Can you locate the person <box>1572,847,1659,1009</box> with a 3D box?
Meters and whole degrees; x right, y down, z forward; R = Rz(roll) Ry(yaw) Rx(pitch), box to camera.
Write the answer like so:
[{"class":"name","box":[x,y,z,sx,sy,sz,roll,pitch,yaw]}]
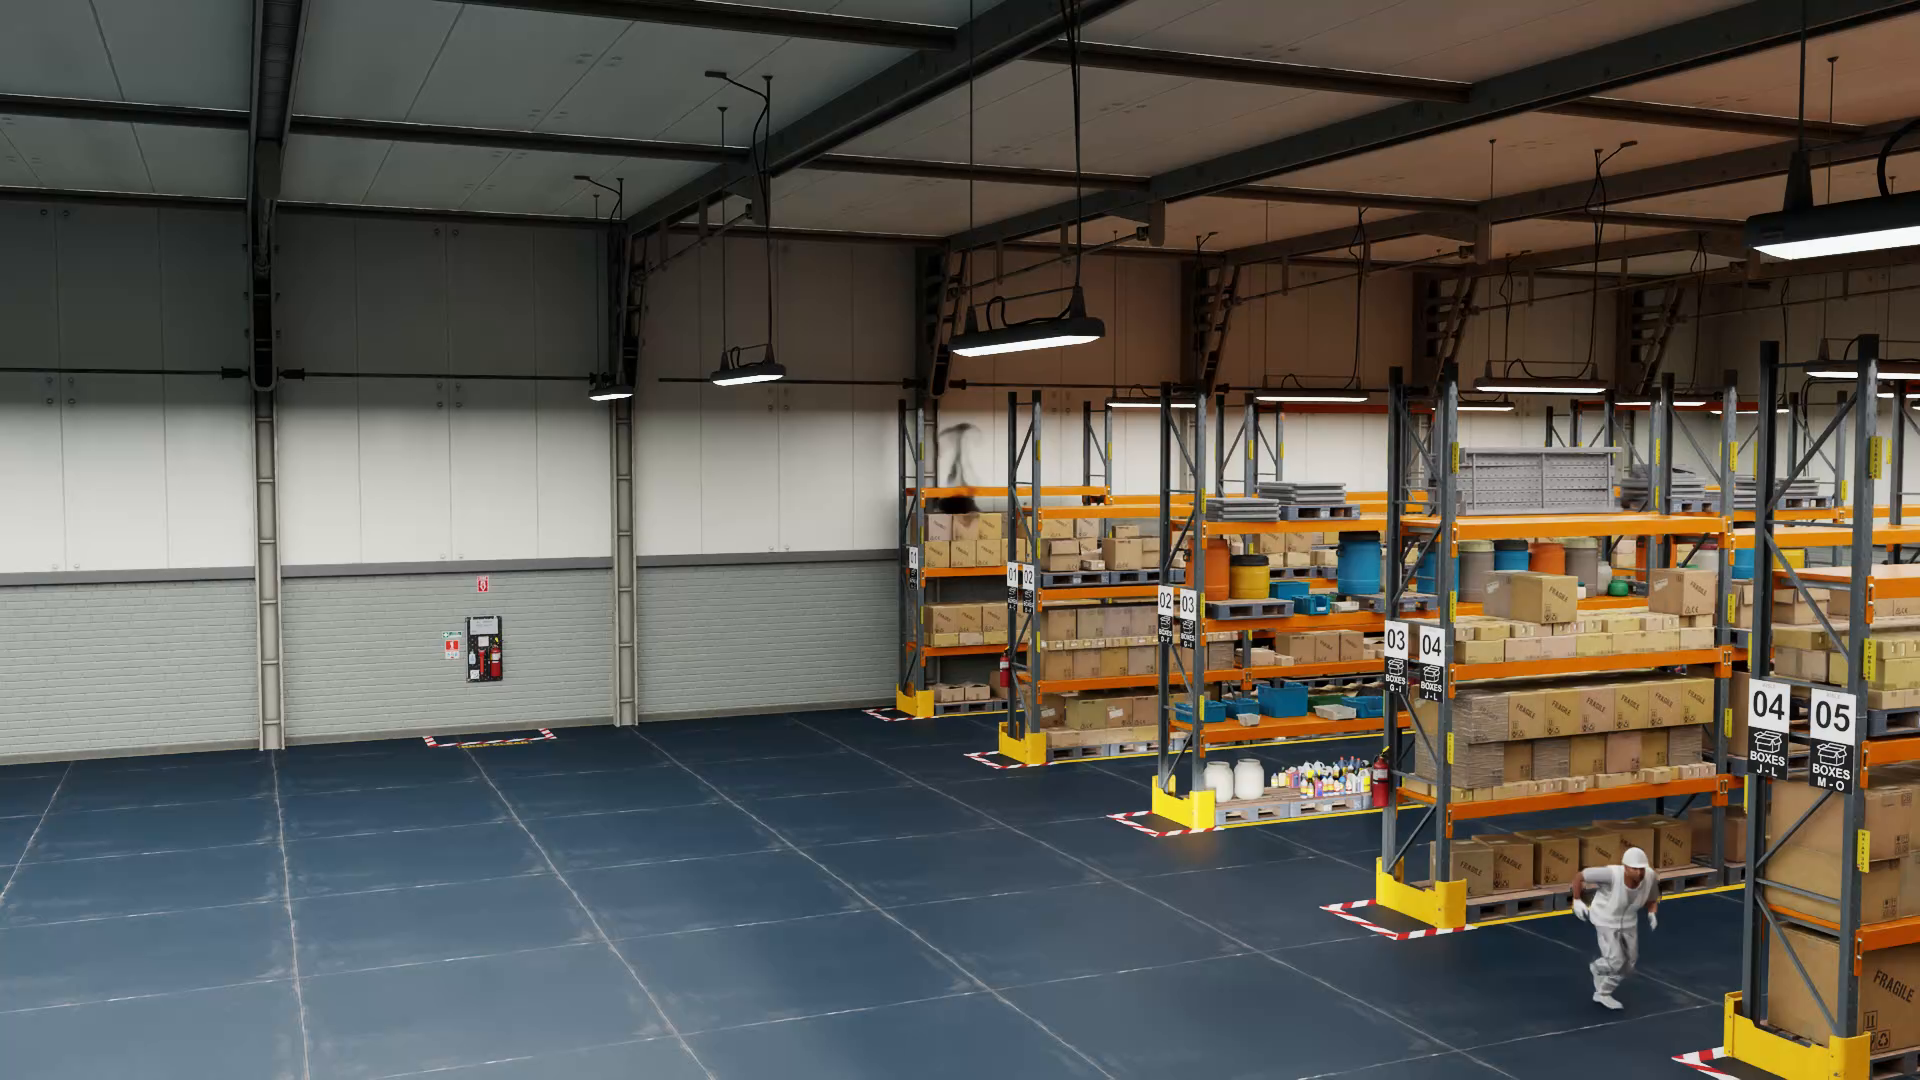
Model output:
[{"class":"person","box":[5.896,3.495,14.955,0.715,1.589,0.824,0,3,-6]}]
